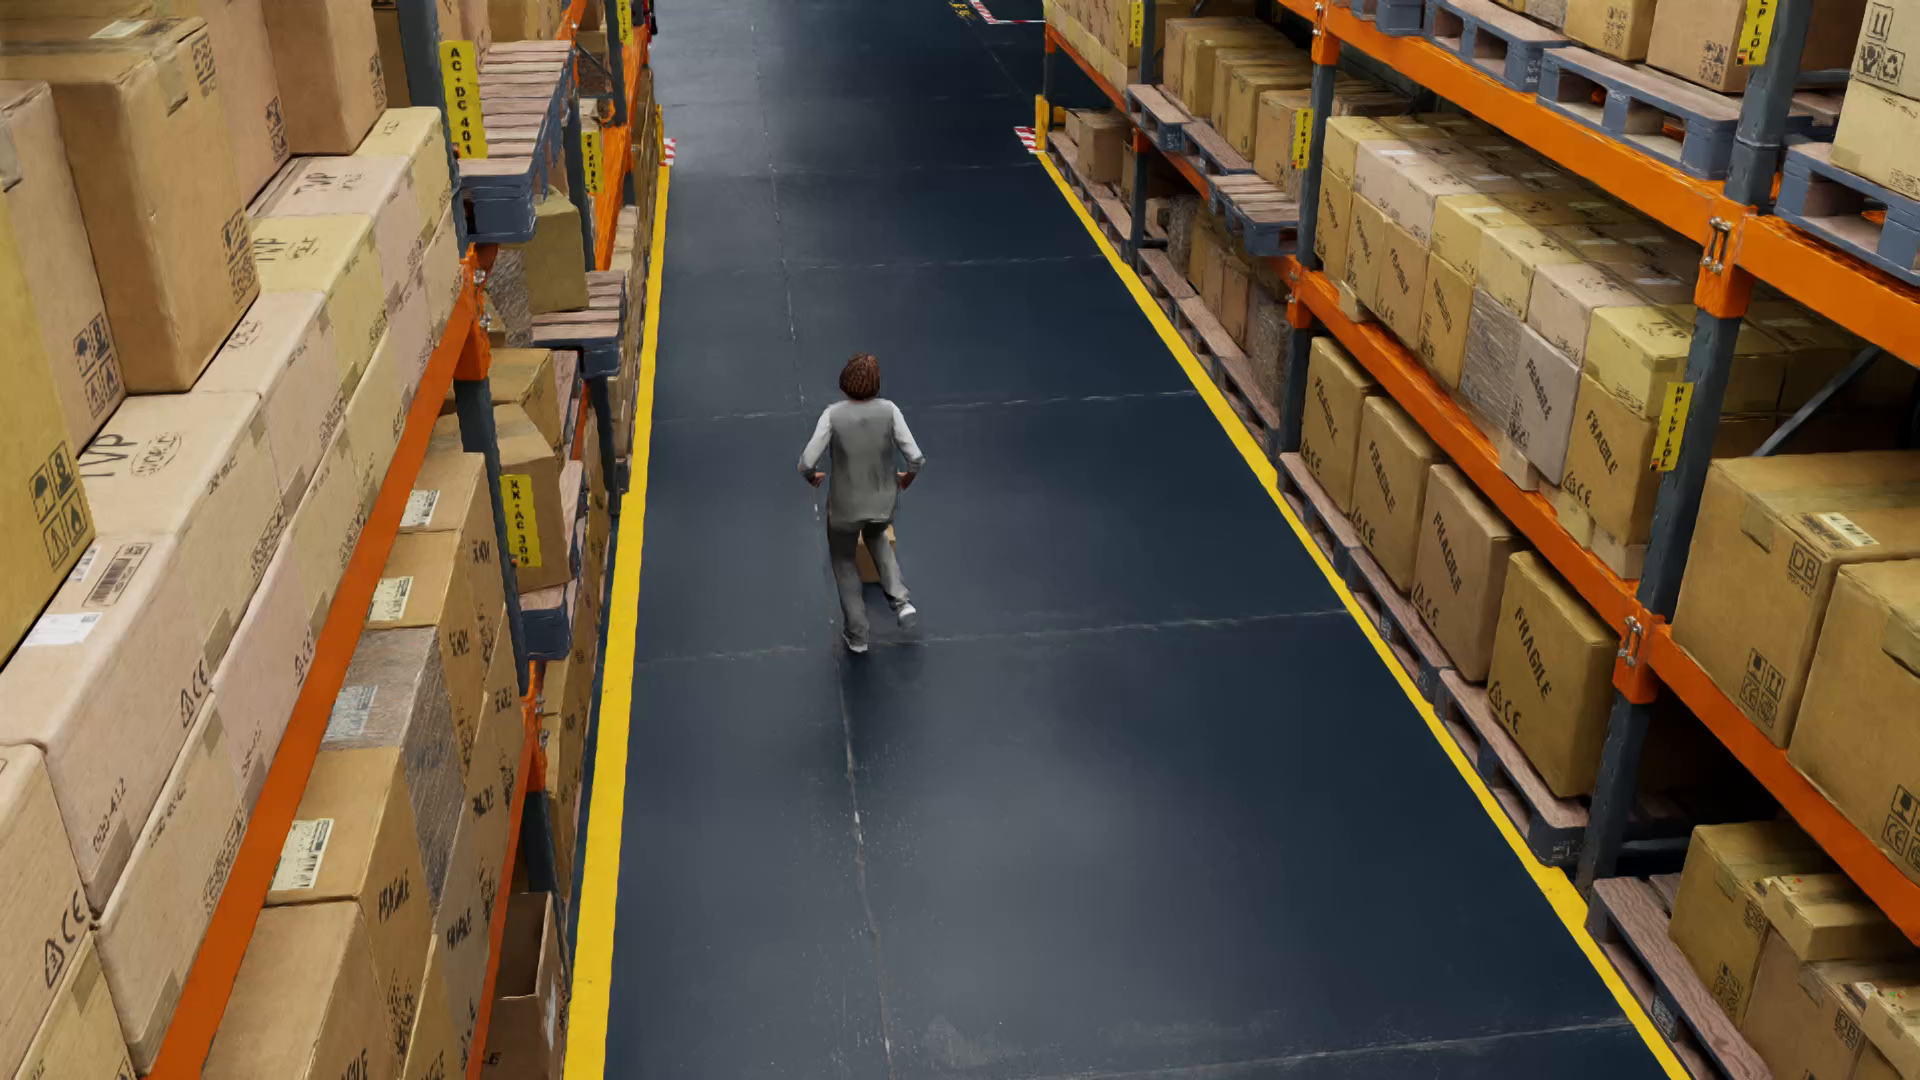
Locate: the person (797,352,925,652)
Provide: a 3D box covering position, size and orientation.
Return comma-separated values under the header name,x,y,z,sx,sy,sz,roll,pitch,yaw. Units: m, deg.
name,x,y,z,sx,sy,sz,roll,pitch,yaw
person,-0.502,-0.184,8.021,0.584,1.566,0.441,-10,29,-18
